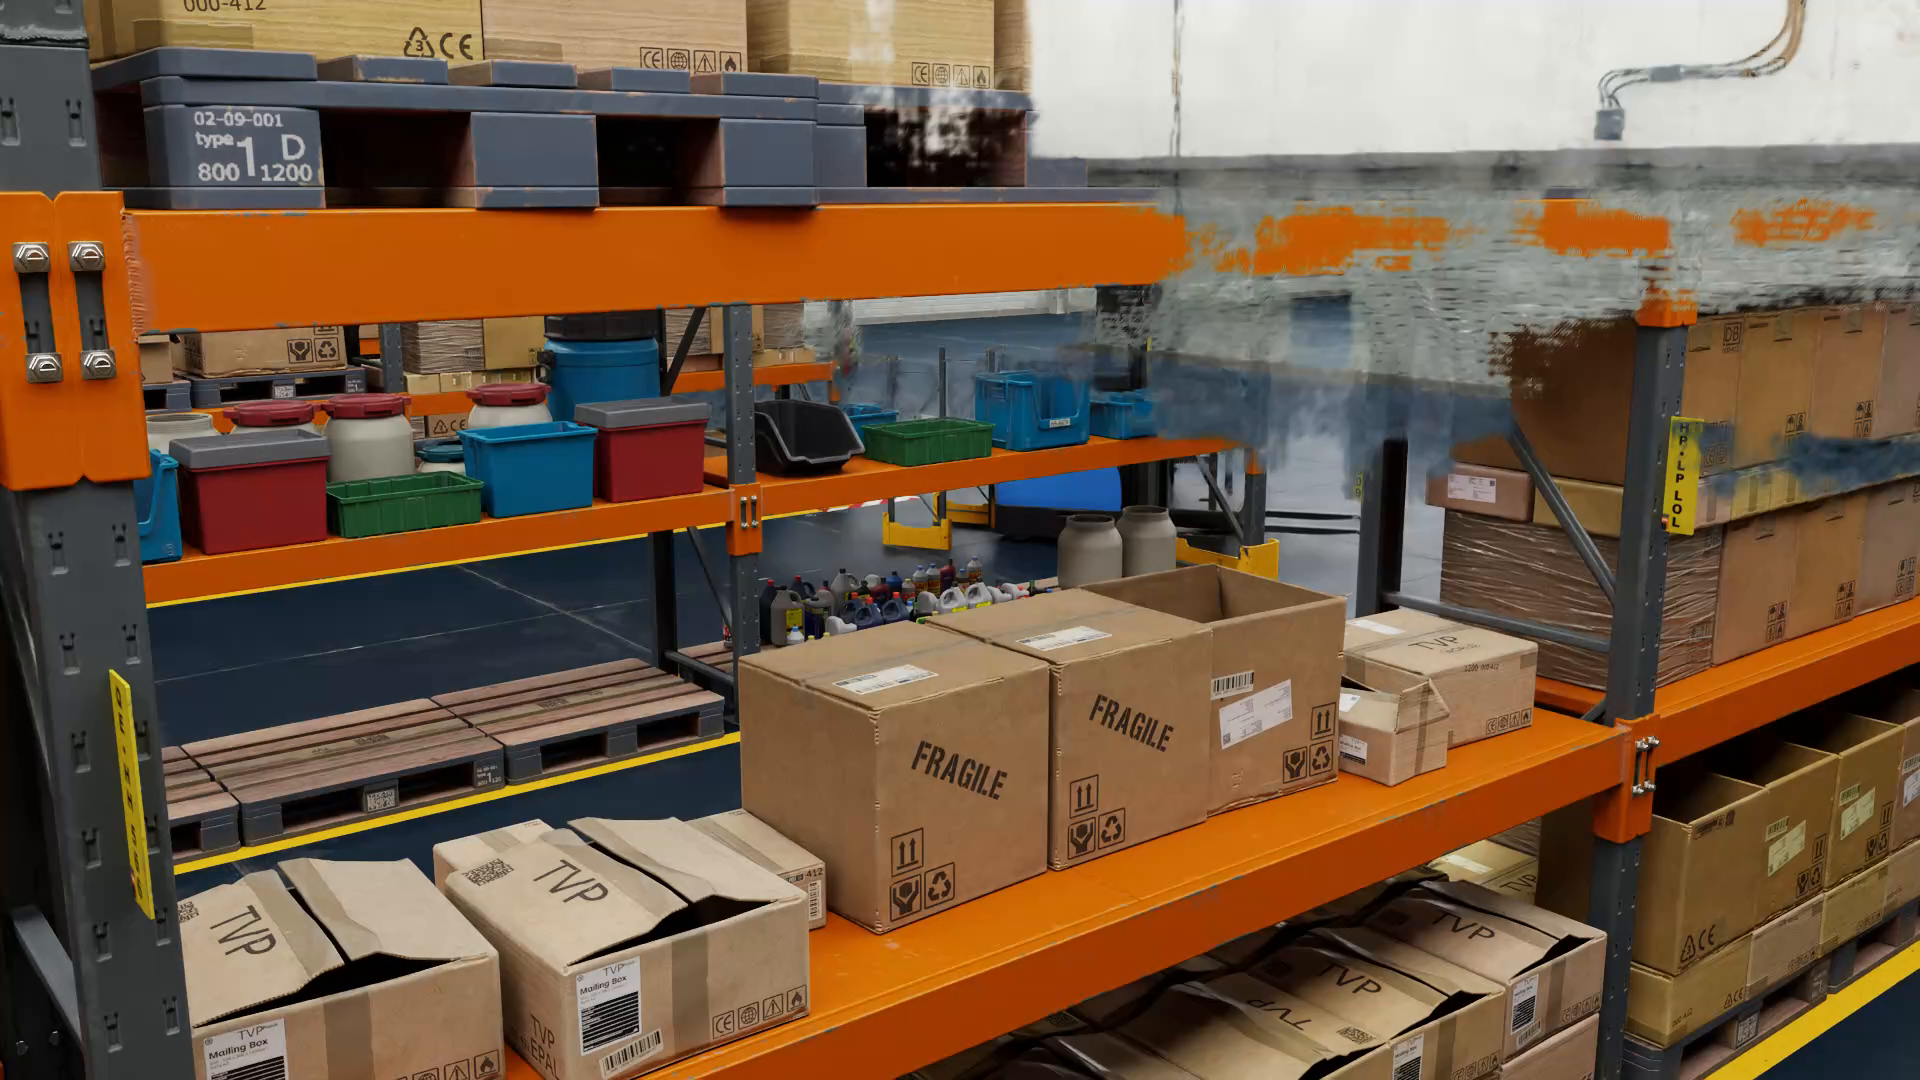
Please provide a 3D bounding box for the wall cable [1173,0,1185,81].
[{"bbox_3d":[16.452,-11.841,43.045,0.112,2.526,3.097,-9,15,-38],"label":"wall cable"}]

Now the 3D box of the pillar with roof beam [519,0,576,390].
[{"bbox_3d":[9.640,-9.684,37.569,0.548,9.000,9.100,-9,15,-38],"label":"pillar with roof beam"}]

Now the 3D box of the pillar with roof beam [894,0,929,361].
[{"bbox_3d":[14.325,-10.462,41.235,0.548,9.000,9.100,-9,15,-38],"label":"pillar with roof beam"}]

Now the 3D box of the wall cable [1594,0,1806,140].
[{"bbox_3d":[20.681,-11.450,37.699,0.169,6.003,2.305,-9,15,-38],"label":"wall cable"}]

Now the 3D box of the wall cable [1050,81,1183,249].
[{"bbox_3d":[14.762,-9.809,45.636,0.112,2.526,3.097,-9,15,-38],"label":"wall cable"}]

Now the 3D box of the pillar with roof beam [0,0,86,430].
[{"bbox_3d":[4.955,-8.905,33.902,0.548,9.000,9.100,-9,15,-38],"label":"pillar with roof beam"}]
